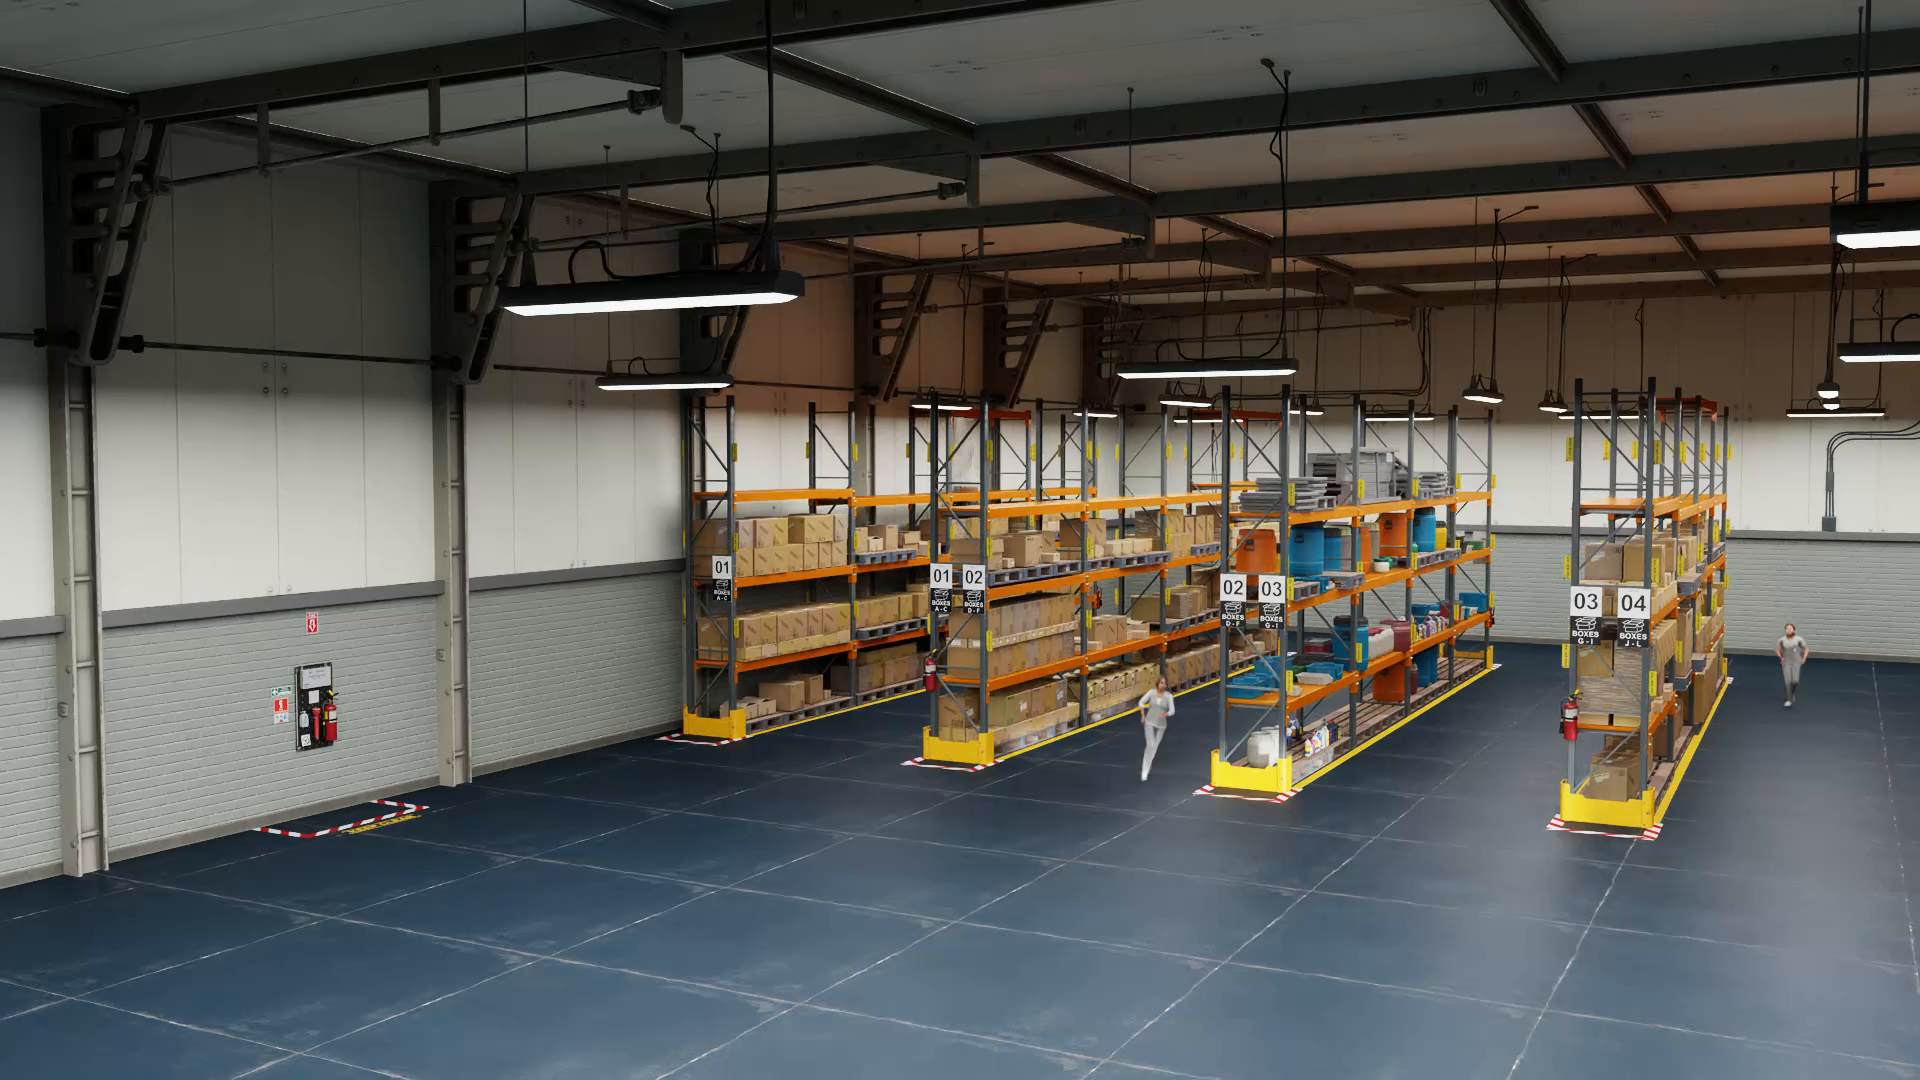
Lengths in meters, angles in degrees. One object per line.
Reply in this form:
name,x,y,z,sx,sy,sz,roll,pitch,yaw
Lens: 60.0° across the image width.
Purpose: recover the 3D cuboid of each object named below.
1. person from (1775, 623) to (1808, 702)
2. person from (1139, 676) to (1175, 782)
person,16.374,2.436,32.768,0.577,1.572,0.517,2,3,30
person,3.008,2.891,25.476,0.538,1.591,0.645,0,3,-5
